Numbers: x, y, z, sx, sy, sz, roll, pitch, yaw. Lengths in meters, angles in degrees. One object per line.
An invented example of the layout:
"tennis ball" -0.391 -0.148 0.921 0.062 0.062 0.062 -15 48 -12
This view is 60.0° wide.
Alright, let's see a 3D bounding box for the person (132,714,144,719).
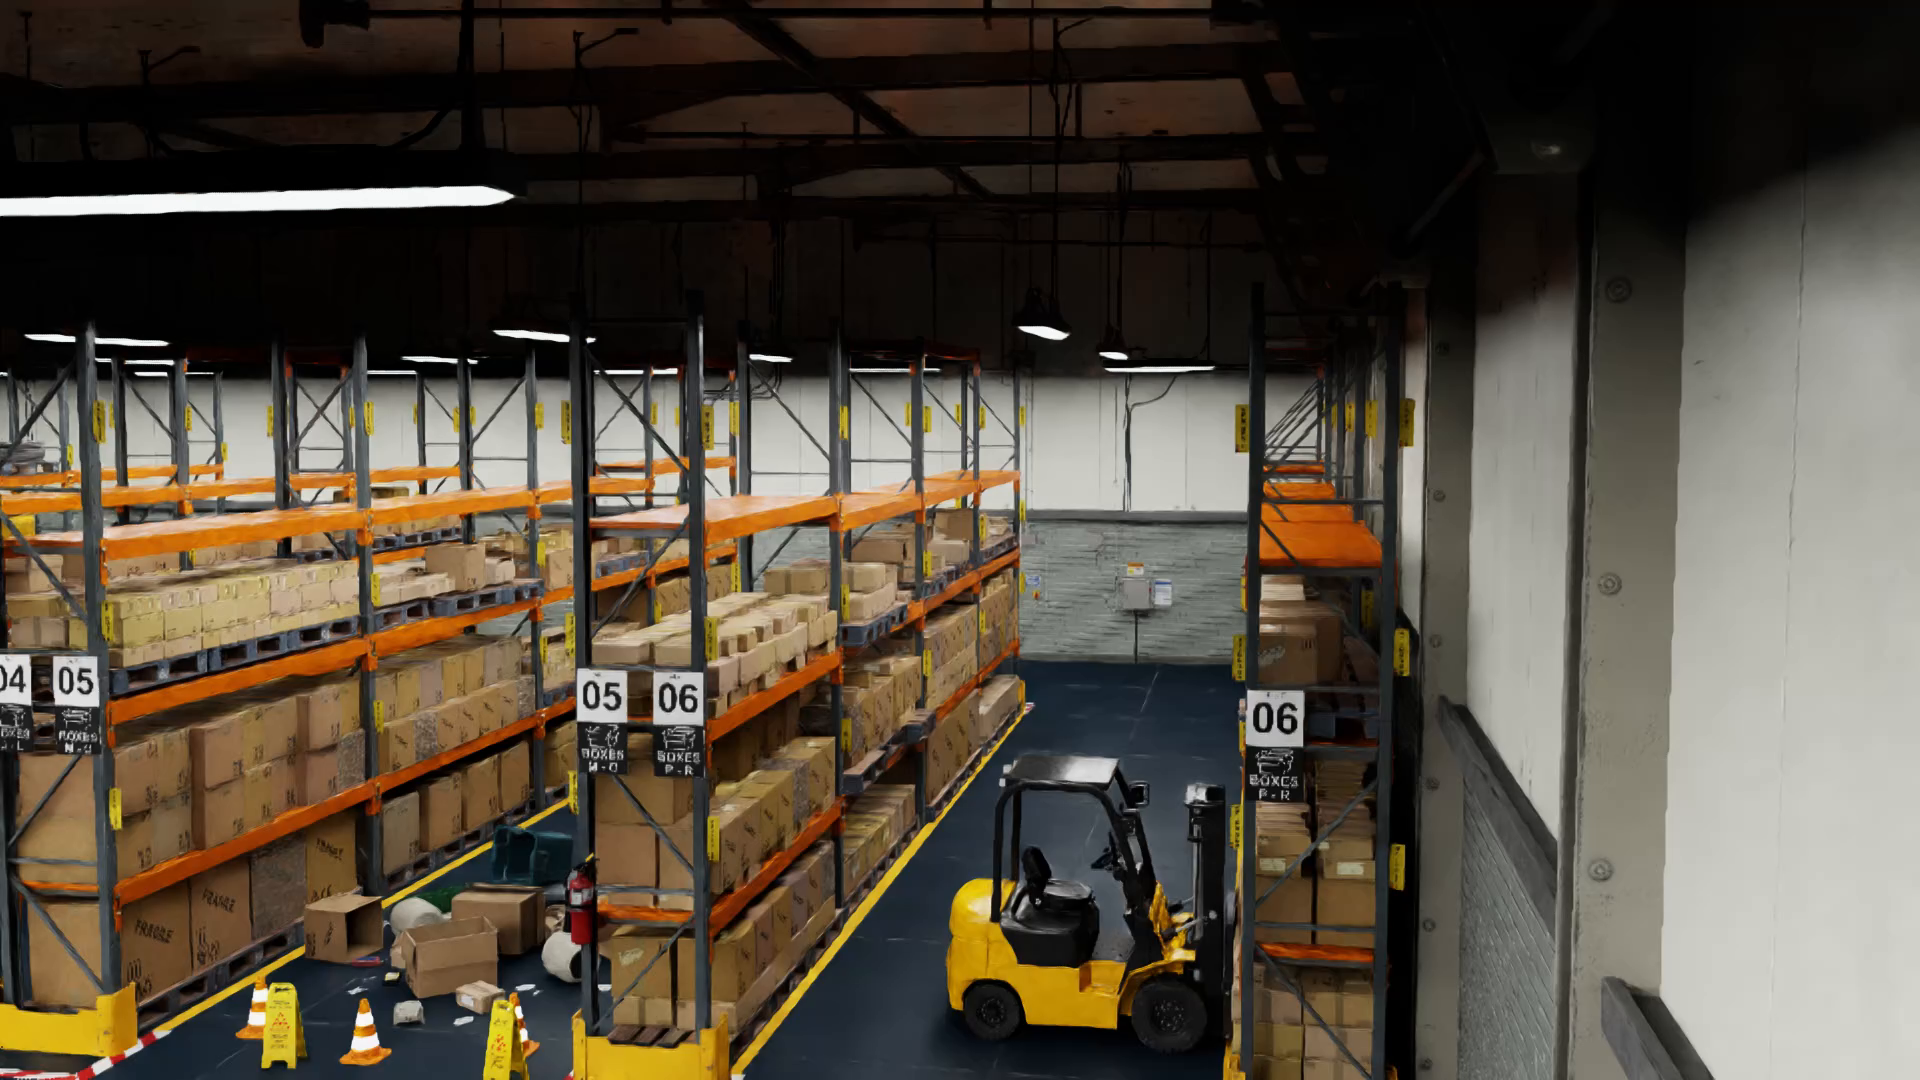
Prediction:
"person" -9.668 2.801 19.841 0.416 1.525 1.034 1 5 9
